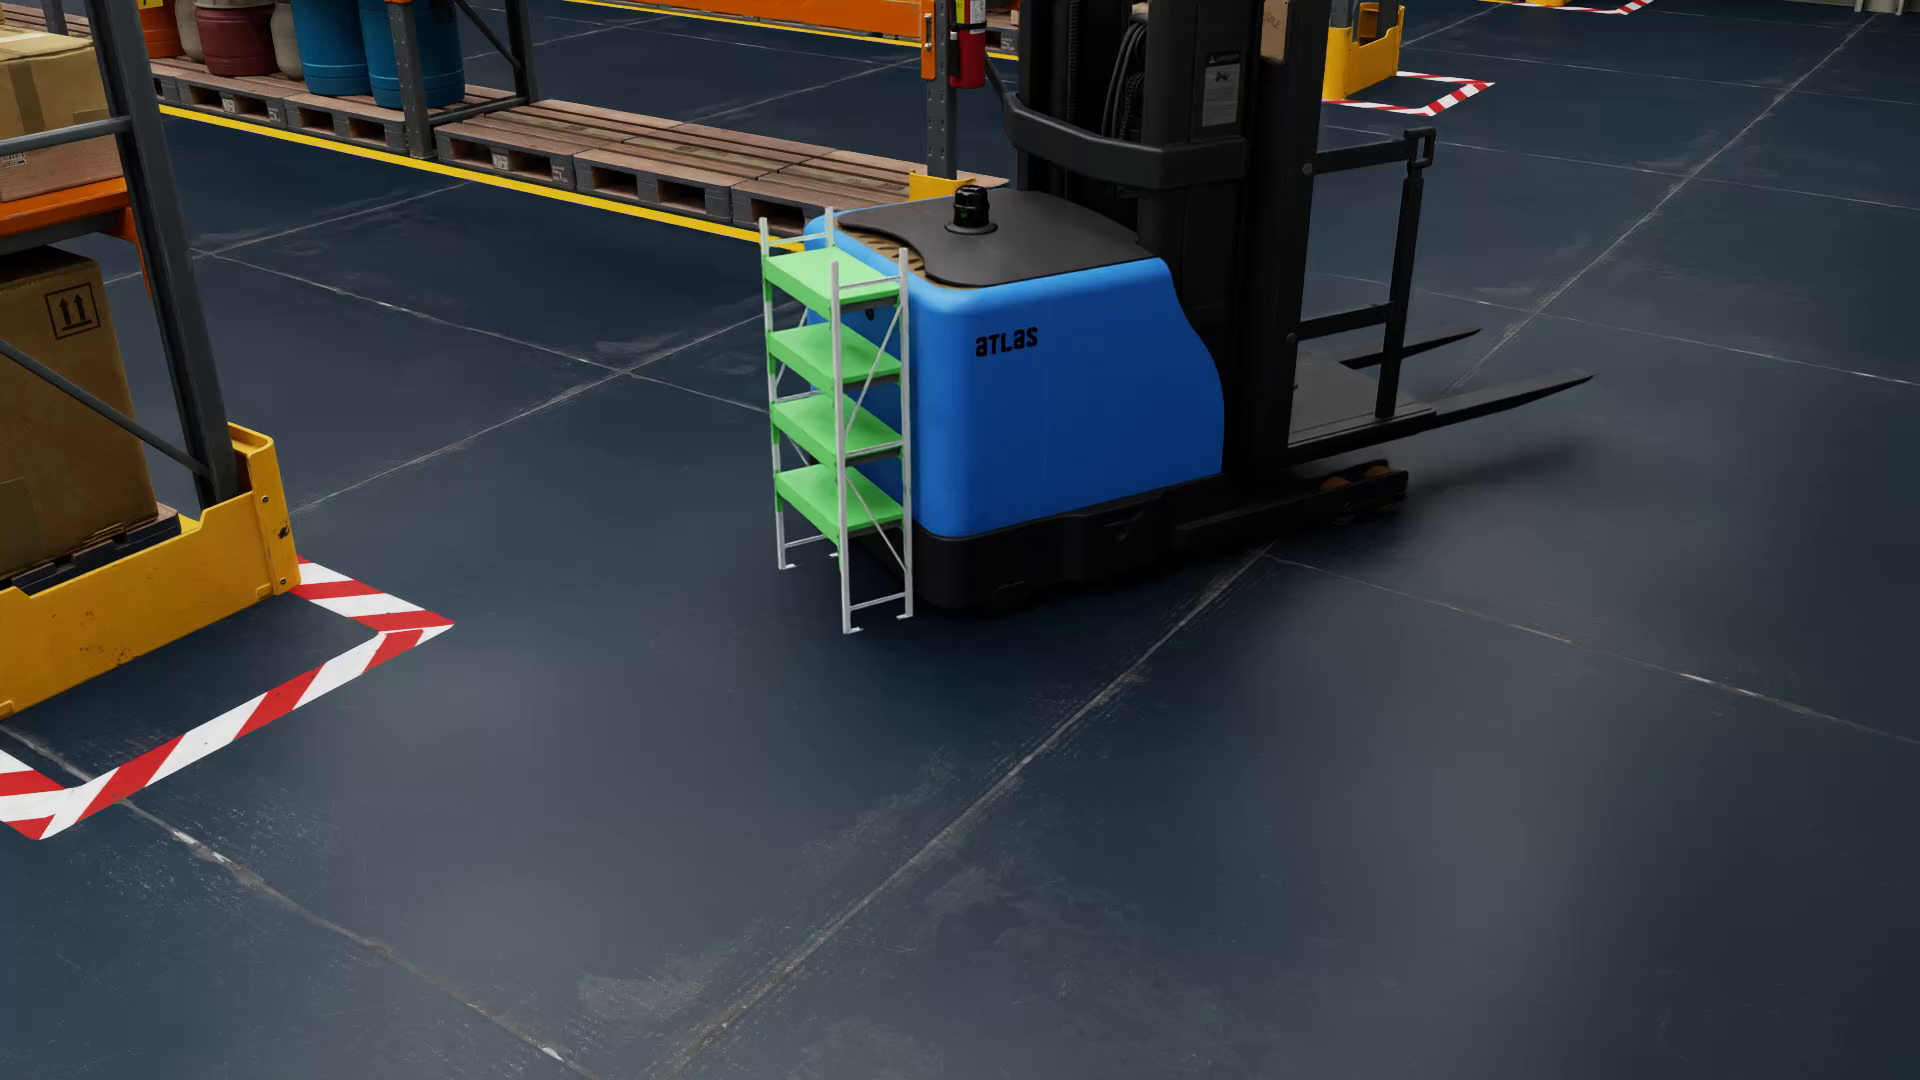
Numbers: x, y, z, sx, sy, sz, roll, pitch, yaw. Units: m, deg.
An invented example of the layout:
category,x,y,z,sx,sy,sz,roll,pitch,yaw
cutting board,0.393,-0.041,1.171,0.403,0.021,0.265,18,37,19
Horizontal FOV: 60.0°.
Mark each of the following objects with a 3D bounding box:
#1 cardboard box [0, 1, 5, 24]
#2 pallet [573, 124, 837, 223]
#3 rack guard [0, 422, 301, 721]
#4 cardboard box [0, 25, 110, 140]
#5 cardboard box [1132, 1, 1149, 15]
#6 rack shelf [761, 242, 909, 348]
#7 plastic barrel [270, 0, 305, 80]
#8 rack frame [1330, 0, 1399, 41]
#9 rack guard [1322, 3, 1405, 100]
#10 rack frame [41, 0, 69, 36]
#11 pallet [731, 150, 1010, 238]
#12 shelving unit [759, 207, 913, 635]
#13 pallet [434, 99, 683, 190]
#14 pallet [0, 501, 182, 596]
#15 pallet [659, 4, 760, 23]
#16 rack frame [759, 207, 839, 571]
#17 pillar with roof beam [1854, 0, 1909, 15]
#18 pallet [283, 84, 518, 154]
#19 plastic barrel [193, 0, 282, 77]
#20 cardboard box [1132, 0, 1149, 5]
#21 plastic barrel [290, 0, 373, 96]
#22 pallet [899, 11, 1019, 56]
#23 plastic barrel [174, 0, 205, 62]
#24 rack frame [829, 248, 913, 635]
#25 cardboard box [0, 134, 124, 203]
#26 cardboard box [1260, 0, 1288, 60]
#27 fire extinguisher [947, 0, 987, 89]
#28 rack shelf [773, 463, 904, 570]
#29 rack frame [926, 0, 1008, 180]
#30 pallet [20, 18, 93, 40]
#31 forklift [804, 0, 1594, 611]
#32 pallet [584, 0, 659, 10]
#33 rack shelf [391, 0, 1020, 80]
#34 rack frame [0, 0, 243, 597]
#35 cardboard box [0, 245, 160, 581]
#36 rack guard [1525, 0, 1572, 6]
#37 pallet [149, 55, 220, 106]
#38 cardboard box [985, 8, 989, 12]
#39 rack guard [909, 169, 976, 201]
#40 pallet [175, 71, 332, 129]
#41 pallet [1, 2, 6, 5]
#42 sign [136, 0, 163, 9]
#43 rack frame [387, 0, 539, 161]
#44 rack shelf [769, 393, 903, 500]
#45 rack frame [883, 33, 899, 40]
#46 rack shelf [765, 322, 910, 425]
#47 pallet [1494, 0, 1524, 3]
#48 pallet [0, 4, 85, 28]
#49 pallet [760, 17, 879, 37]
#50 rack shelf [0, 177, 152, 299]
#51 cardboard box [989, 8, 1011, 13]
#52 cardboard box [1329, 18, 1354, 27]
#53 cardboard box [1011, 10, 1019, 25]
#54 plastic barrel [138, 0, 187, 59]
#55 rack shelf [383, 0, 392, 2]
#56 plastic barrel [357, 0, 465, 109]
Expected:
category,x,y,z,sx,sy,sz,roll,pitch,yaw
cardboard box,-3.291,-1.786,4.963,0.500,0.500,0.500,16,31,29
pallet,-1.492,-2.182,9.805,1.213,0.211,1.003,17,32,30
rack guard,-2.617,0.087,5.028,0.348,0.500,1.175,17,32,30
cardboard box,-2.879,-1.323,4.881,0.500,0.250,0.500,16,31,29
cardboard box,1.622,-4.009,12.868,0.500,0.250,0.500,17,32,30
rack shelf,-0.378,-0.736,4.956,0.258,0.148,0.480,-15,30,-26
plastic barrel,-4.567,-3.497,11.594,0.421,0.512,0.421,0,27,0
rack frame,2.975,-4.736,11.749,0.127,3.000,1.000,17,32,30
rack guard,2.913,-3.642,12.354,0.348,0.500,1.175,17,32,30
rack frame,-6.427,-4.939,12.149,0.127,3.000,1.000,17,32,30
pallet,-0.490,-1.869,9.189,1.213,0.211,1.003,17,32,30
shelving unit,-0.378,-0.365,5.145,0.258,1.200,0.503,-15,30,-26
pallet,-2.501,-2.495,10.420,1.213,0.211,1.003,17,32,30
pallet,-3.340,0.033,5.452,1.213,0.211,1.003,17,32,30
pallet,-2.024,-5.028,15.398,1.213,0.211,1.003,17,32,30
rack frame,-0.499,-0.461,5.334,0.240,1.200,0.015,-15,30,-26
pillar with roof beam,6.055,-7.283,10.140,0.400,9.000,9.100,17,32,30
pallet,-3.742,-2.883,11.183,1.213,0.211,1.003,17,32,30
plastic barrel,-5.083,-3.643,11.796,0.708,0.588,0.600,17,32,30
cardboard box,1.230,-4.366,13.290,0.637,0.503,0.797,17,32,30
plastic barrel,-4.152,-3.492,11.155,0.708,0.901,0.600,17,32,30
pallet,0.244,-4.344,14.053,1.213,0.211,1.003,17,32,30
plastic barrel,-5.498,-3.787,12.164,0.421,0.512,0.421,0,27,0
rack frame,-0.257,-0.269,4.956,0.240,1.200,0.015,-15,30,-26
cardboard box,-2.742,-1.136,4.952,0.250,0.149,0.380,18,32,31
cardboard box,2.388,-3.866,12.310,0.500,0.500,0.500,17,32,30
fire extinguisher,0.035,-2.476,7.804,0.183,0.674,0.296,17,32,30
rack shelf,-0.378,-0.095,5.283,0.258,0.148,0.480,-15,30,-26
rack frame,0.168,-2.885,8.112,0.127,3.000,1.000,17,32,30
pallet,-7.043,-3.910,13.201,1.213,0.211,1.003,17,32,30
forklift,1.010,-1.553,5.571,3.031,2.935,1.130,-14,30,-26
pallet,-3.025,-5.342,16.014,1.213,0.211,1.003,17,32,30
rack shelf,-1.481,-3.078,9.284,4.000,0.370,1.077,17,32,30
rack frame,-2.636,-1.033,4.473,0.127,3.000,1.000,17,32,30
cardboard box,-3.209,-0.408,5.124,0.875,0.875,0.875,17,32,30
rack guard,5.797,-5.469,15.945,0.348,0.500,1.175,17,32,30
pallet,-5.753,-3.510,12.414,1.213,0.211,1.003,17,32,30
cardboard box,-0.098,-4.572,13.907,0.500,0.311,0.500,17,32,30
rack guard,0.195,-1.770,8.676,0.348,0.500,1.175,17,32,30
pallet,-4.752,-3.196,11.798,1.213,0.211,1.003,17,32,30
pallet,-9.054,-4.537,14.432,1.213,0.211,1.003,17,32,30
sign,-2.317,-1.661,4.664,0.005,0.325,0.100,17,32,30
rack frame,-3.129,-3.912,10.130,0.127,3.000,1.000,17,32,30
rack shelf,-0.378,-0.308,5.174,0.258,0.148,0.480,-15,30,-26
rack frame,-0.322,-5.763,13.767,0.127,3.000,1.000,17,32,30
rack shelf,-0.378,-0.522,5.065,0.258,0.148,0.480,-15,30,-26
pallet,5.073,-5.522,16.369,1.213,0.211,1.003,17,32,30
pallet,-8.045,-4.224,13.817,1.213,0.211,1.003,17,32,30
pallet,-1.014,-4.715,14.783,1.213,0.211,1.003,17,32,30
rack shelf,-4.285,-1.226,5.646,4.000,0.370,1.077,17,32,30
cardboard box,0.308,-4.805,14.155,0.500,0.500,0.500,17,32,30
cardboard box,2.825,-3.898,12.760,0.250,0.149,0.380,17,32,30
cardboard box,0.620,-4.290,13.510,0.250,0.166,0.380,17,32,30
plastic barrel,-6.014,-4.040,12.311,0.708,0.830,0.600,17,32,30
rack shelf,-4.778,-4.105,11.303,4.000,0.370,1.077,17,32,30
plastic barrel,-3.568,-3.310,10.798,0.708,0.901,0.600,17,32,30
